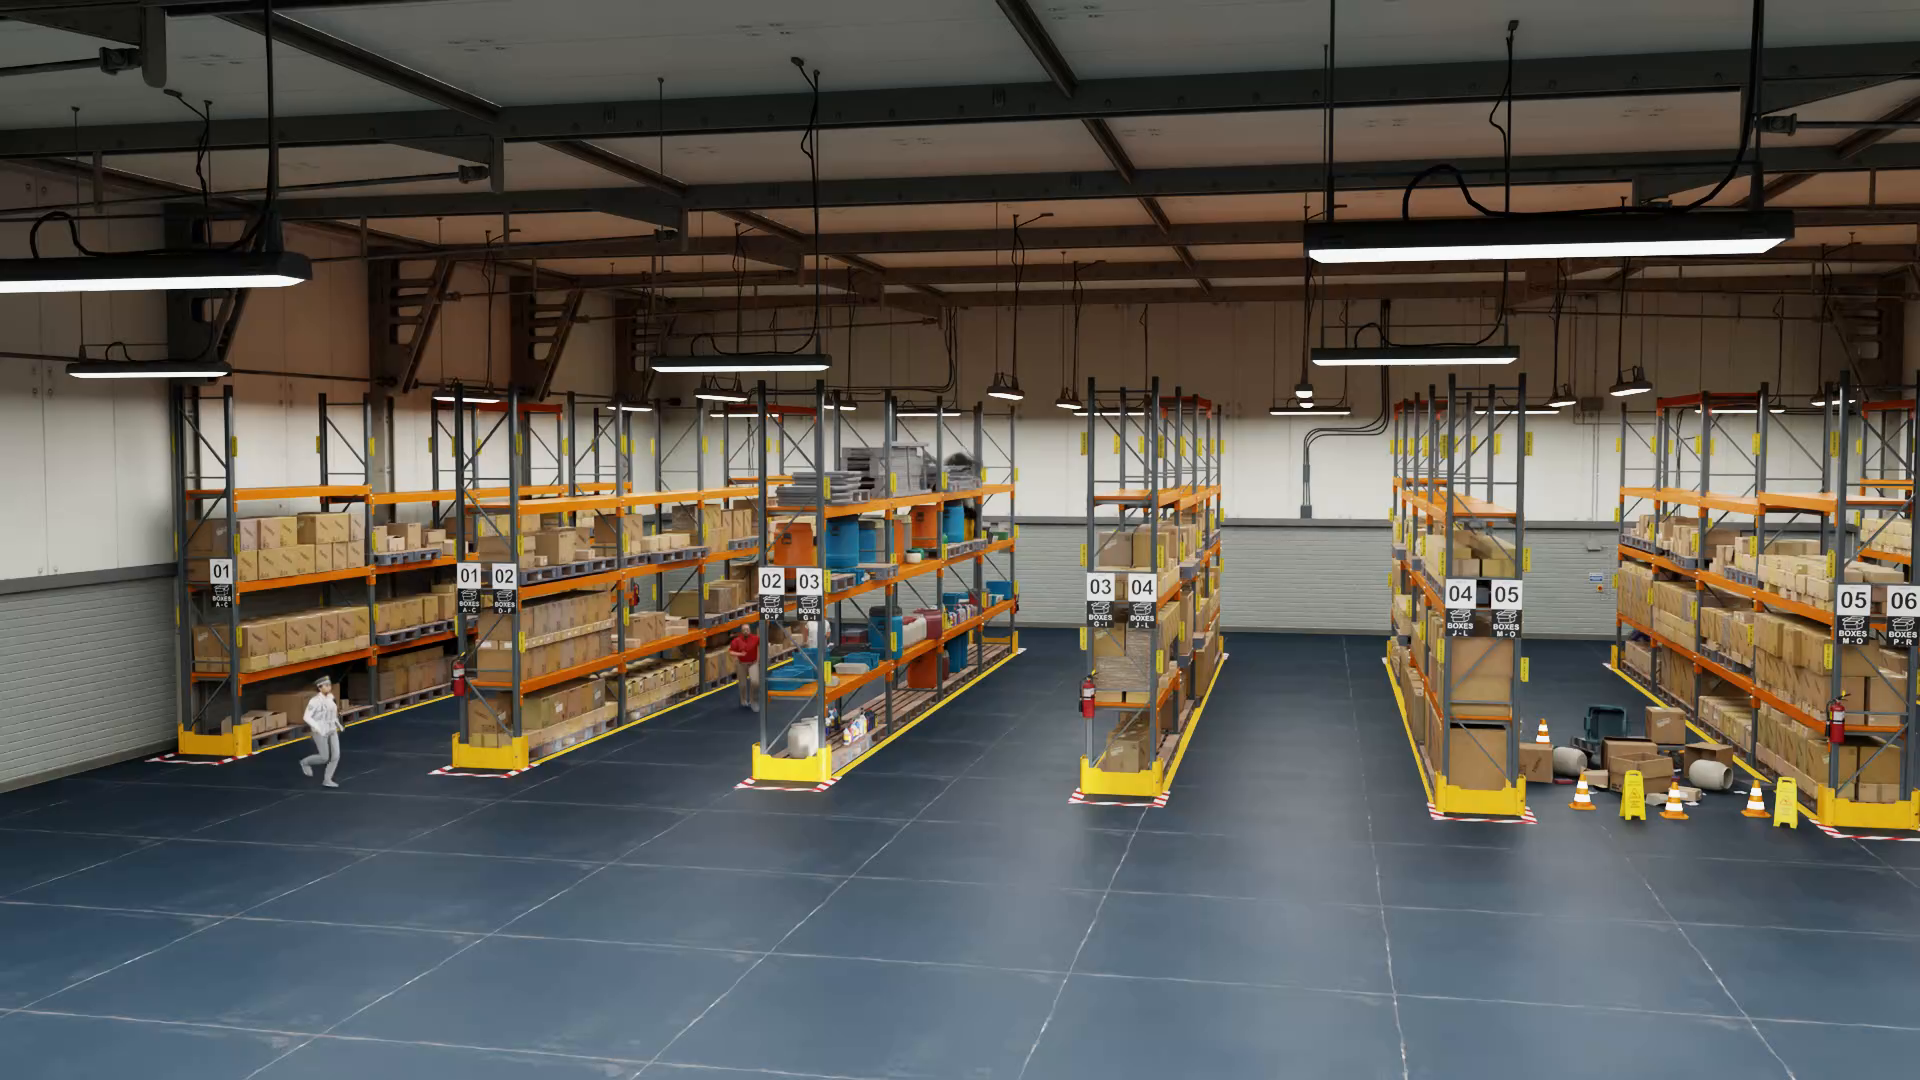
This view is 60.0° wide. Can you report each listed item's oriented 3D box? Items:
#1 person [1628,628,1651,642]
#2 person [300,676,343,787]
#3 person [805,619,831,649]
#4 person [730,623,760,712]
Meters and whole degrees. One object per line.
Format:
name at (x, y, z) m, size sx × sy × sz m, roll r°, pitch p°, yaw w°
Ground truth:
person at (15.867, 2.068, 38.464) m, size 0.875 × 1.649 × 0.632 m, roll 1°, pitch 4°, yaw 25°
person at (-9.434, 2.815, 24.522) m, size 0.652 × 1.651 × 0.600 m, roll 2°, pitch 4°, yaw 26°
person at (-2.991, 2.249, 34.918) m, size 0.549 × 1.675 × 0.815 m, roll 0°, pitch 3°, yaw -3°
person at (-4.034, 2.414, 31.571) m, size 0.668 × 1.698 × 0.987 m, roll 0°, pitch 3°, yaw -7°
